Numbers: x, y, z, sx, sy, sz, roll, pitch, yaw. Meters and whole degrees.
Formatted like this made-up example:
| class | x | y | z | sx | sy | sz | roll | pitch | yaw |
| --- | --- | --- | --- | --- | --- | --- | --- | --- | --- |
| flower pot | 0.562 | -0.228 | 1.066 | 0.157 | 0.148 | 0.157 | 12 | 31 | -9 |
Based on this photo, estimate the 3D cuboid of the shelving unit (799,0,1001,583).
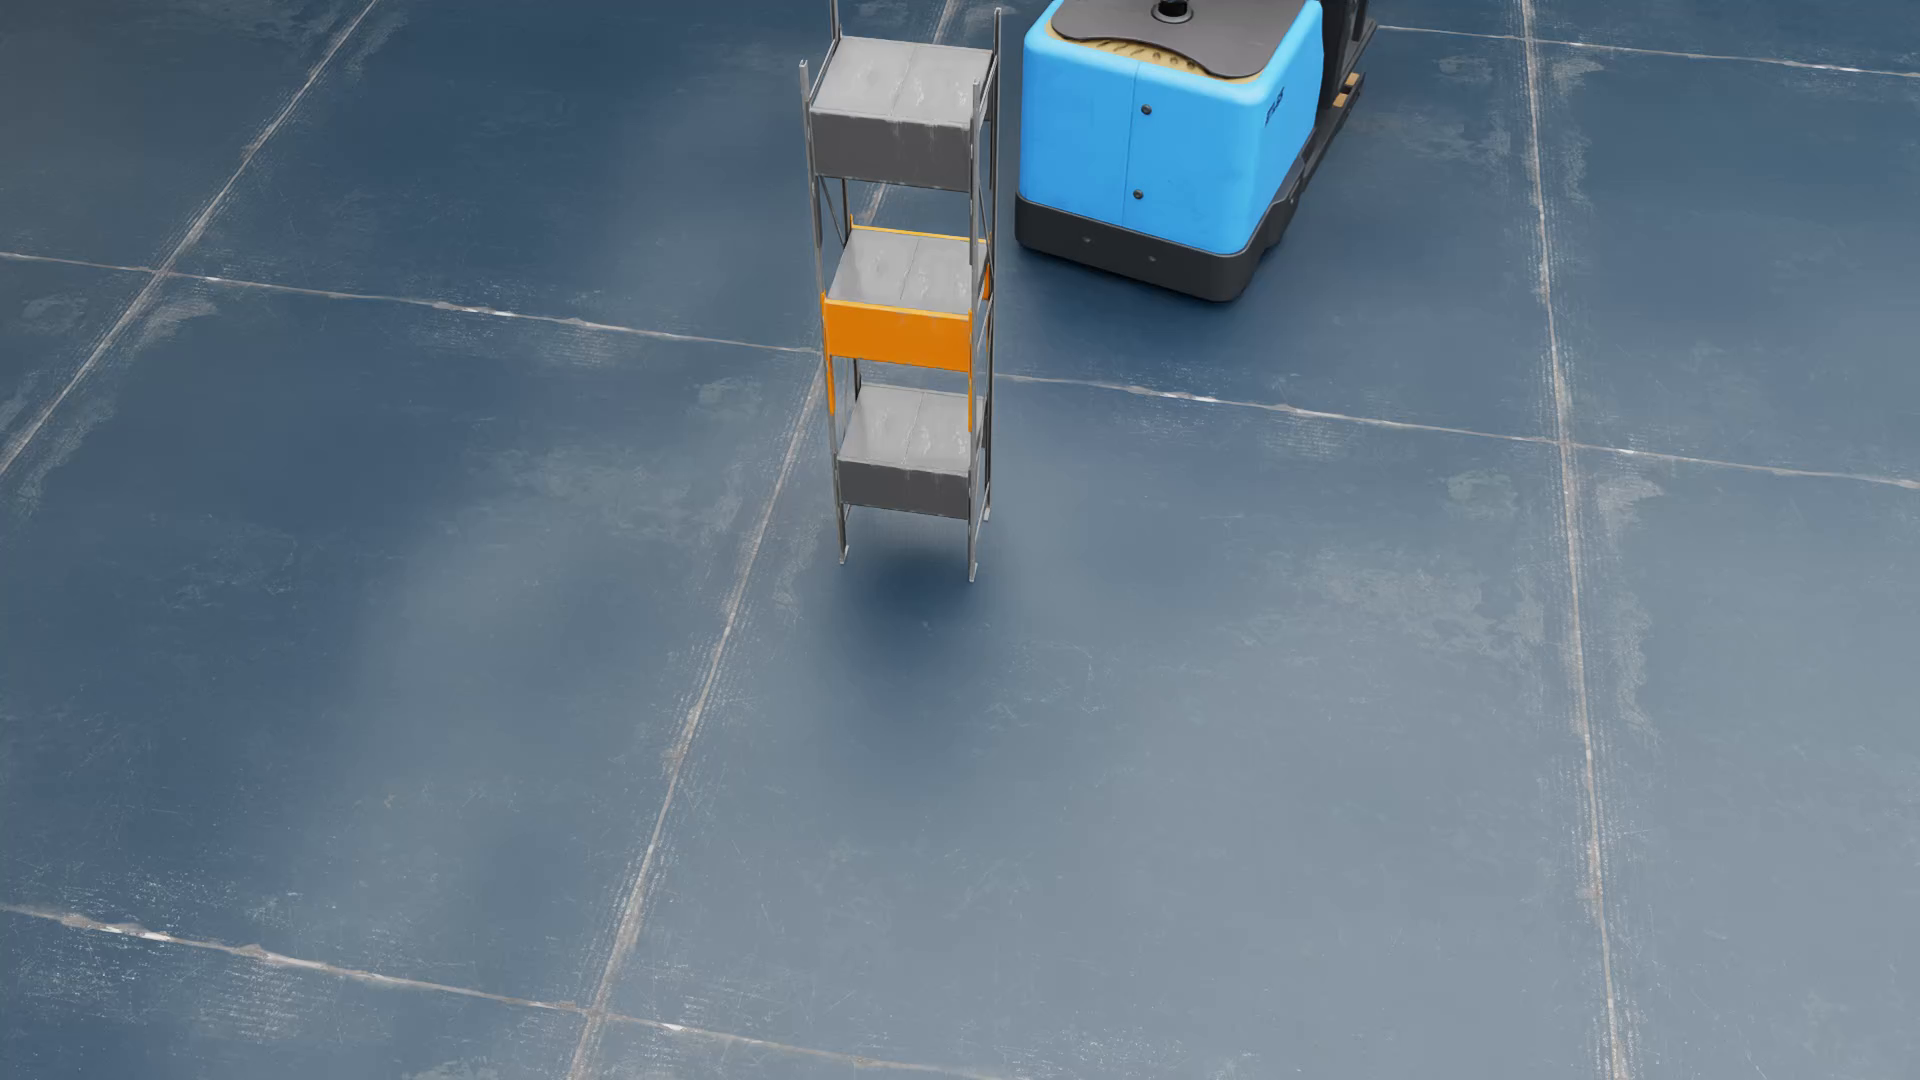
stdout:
| class | x | y | z | sx | sy | sz | roll | pitch | yaw |
| --- | --- | --- | --- | --- | --- | --- | --- | --- | --- |
| shelving unit | -0.163 | -0.724 | 5.489 | 0.503 | 2.100 | 0.431 | 8 | 49 | 7 |

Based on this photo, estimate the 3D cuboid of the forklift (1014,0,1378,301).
| class | x | y | z | sx | sy | sz | roll | pitch | yaw |
| --- | --- | --- | --- | --- | --- | --- | --- | --- | --- |
| forklift | 1.327 | -3.102 | 7.067 | 1.130 | 2.935 | 3.031 | 19 | 51 | 17 |

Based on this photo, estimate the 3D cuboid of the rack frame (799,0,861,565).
| class | x | y | z | sx | sy | sz | roll | pitch | yaw |
| --- | --- | --- | --- | --- | --- | --- | --- | --- | --- |
| rack frame | -0.403 | -0.756 | 5.518 | 0.015 | 2.100 | 0.400 | 8 | 49 | 7 |

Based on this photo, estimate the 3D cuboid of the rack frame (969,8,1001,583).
| class | x | y | z | sx | sy | sz | roll | pitch | yaw |
| --- | --- | --- | --- | --- | --- | --- | --- | --- | --- |
| rack frame | 0.077 | -0.691 | 5.460 | 0.015 | 2.100 | 0.400 | 8 | 49 | 7 |

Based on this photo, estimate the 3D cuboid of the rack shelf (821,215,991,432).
| class | x | y | z | sx | sy | sz | roll | pitch | yaw |
| --- | --- | --- | --- | --- | --- | --- | --- | --- | --- |
| rack shelf | -0.163 | -0.715 | 5.499 | 0.480 | 0.518 | 0.431 | 8 | 49 | 7 |

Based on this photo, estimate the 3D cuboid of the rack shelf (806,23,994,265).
| class | x | y | z | sx | sy | sz | roll | pitch | yaw |
| --- | --- | --- | --- | --- | --- | --- | --- | --- | --- |
| rack shelf | -0.163 | -1.182 | 4.978 | 0.480 | 0.518 | 0.431 | 8 | 49 | 7 |

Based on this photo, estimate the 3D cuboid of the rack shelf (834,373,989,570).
| class | x | y | z | sx | sy | sz | roll | pitch | yaw |
| --- | --- | --- | --- | --- | --- | --- | --- | --- | --- |
| rack shelf | -0.163 | -0.247 | 6.019 | 0.480 | 0.518 | 0.431 | 8 | 49 | 7 |
